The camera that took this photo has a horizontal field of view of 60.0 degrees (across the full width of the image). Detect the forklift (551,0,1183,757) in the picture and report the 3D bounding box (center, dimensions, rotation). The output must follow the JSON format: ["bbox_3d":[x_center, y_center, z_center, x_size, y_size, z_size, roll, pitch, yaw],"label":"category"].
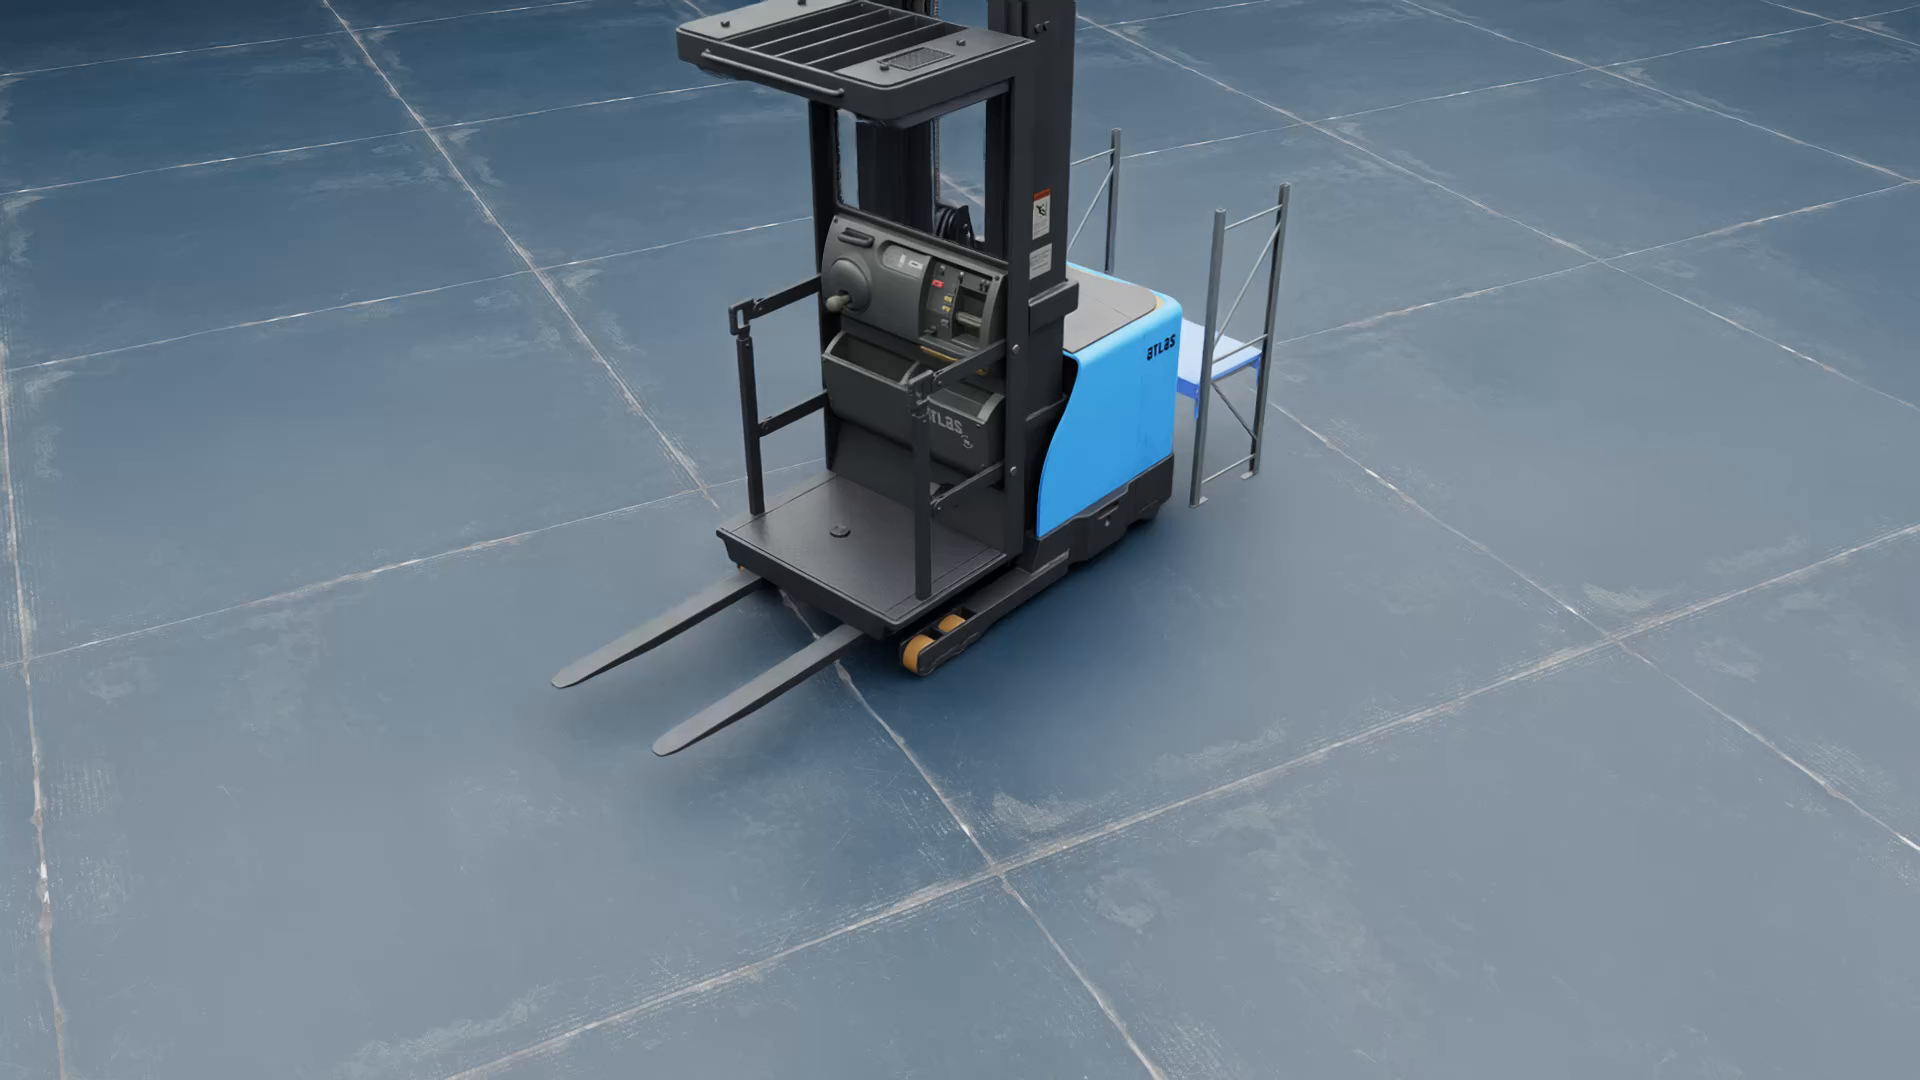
[{"bbox_3d":[-0.341,-0.983,6.567,1.130,2.935,3.031,26,41,34],"label":"forklift"}]

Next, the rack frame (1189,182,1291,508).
[{"bbox_3d":[1.294,-0.882,7.736,0.500,1.500,0.032,-27,41,-35],"label":"rack frame"}]

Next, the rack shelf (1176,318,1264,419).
[{"bbox_3d":[0.945,-0.929,8.144,0.538,0.185,1.000,-27,41,-35],"label":"rack shelf"}]

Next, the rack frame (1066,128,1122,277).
[{"bbox_3d":[0.595,-1.280,8.357,0.500,1.500,0.032,-27,41,-35],"label":"rack frame"}]

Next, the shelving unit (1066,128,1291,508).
[{"bbox_3d":[0.945,-1.081,8.047,0.538,1.500,1.048,-27,41,-35],"label":"shelving unit"}]
